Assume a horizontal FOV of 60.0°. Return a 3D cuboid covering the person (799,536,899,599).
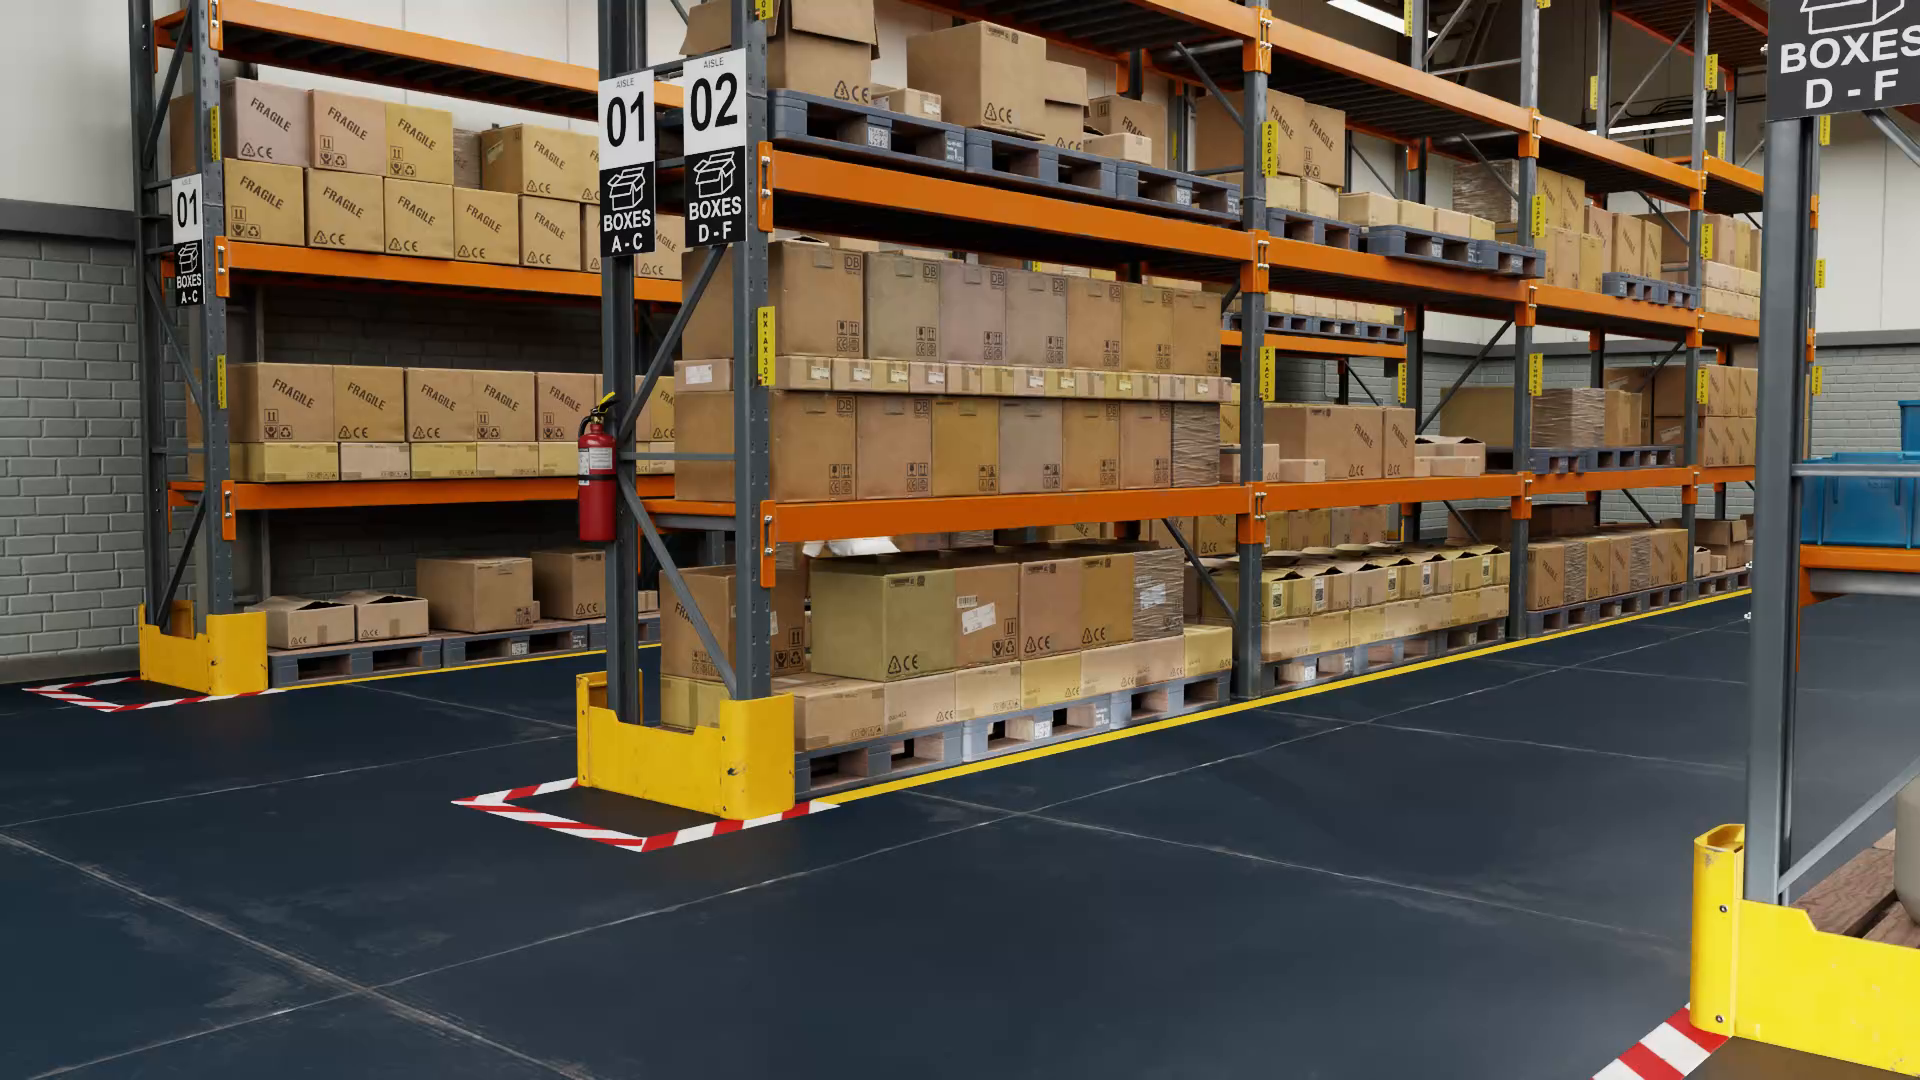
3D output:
[{"bbox_3d":[-0.860,0.233,12.443,0.847,1.193,0.619,3,5,41],"label":"person"}]
